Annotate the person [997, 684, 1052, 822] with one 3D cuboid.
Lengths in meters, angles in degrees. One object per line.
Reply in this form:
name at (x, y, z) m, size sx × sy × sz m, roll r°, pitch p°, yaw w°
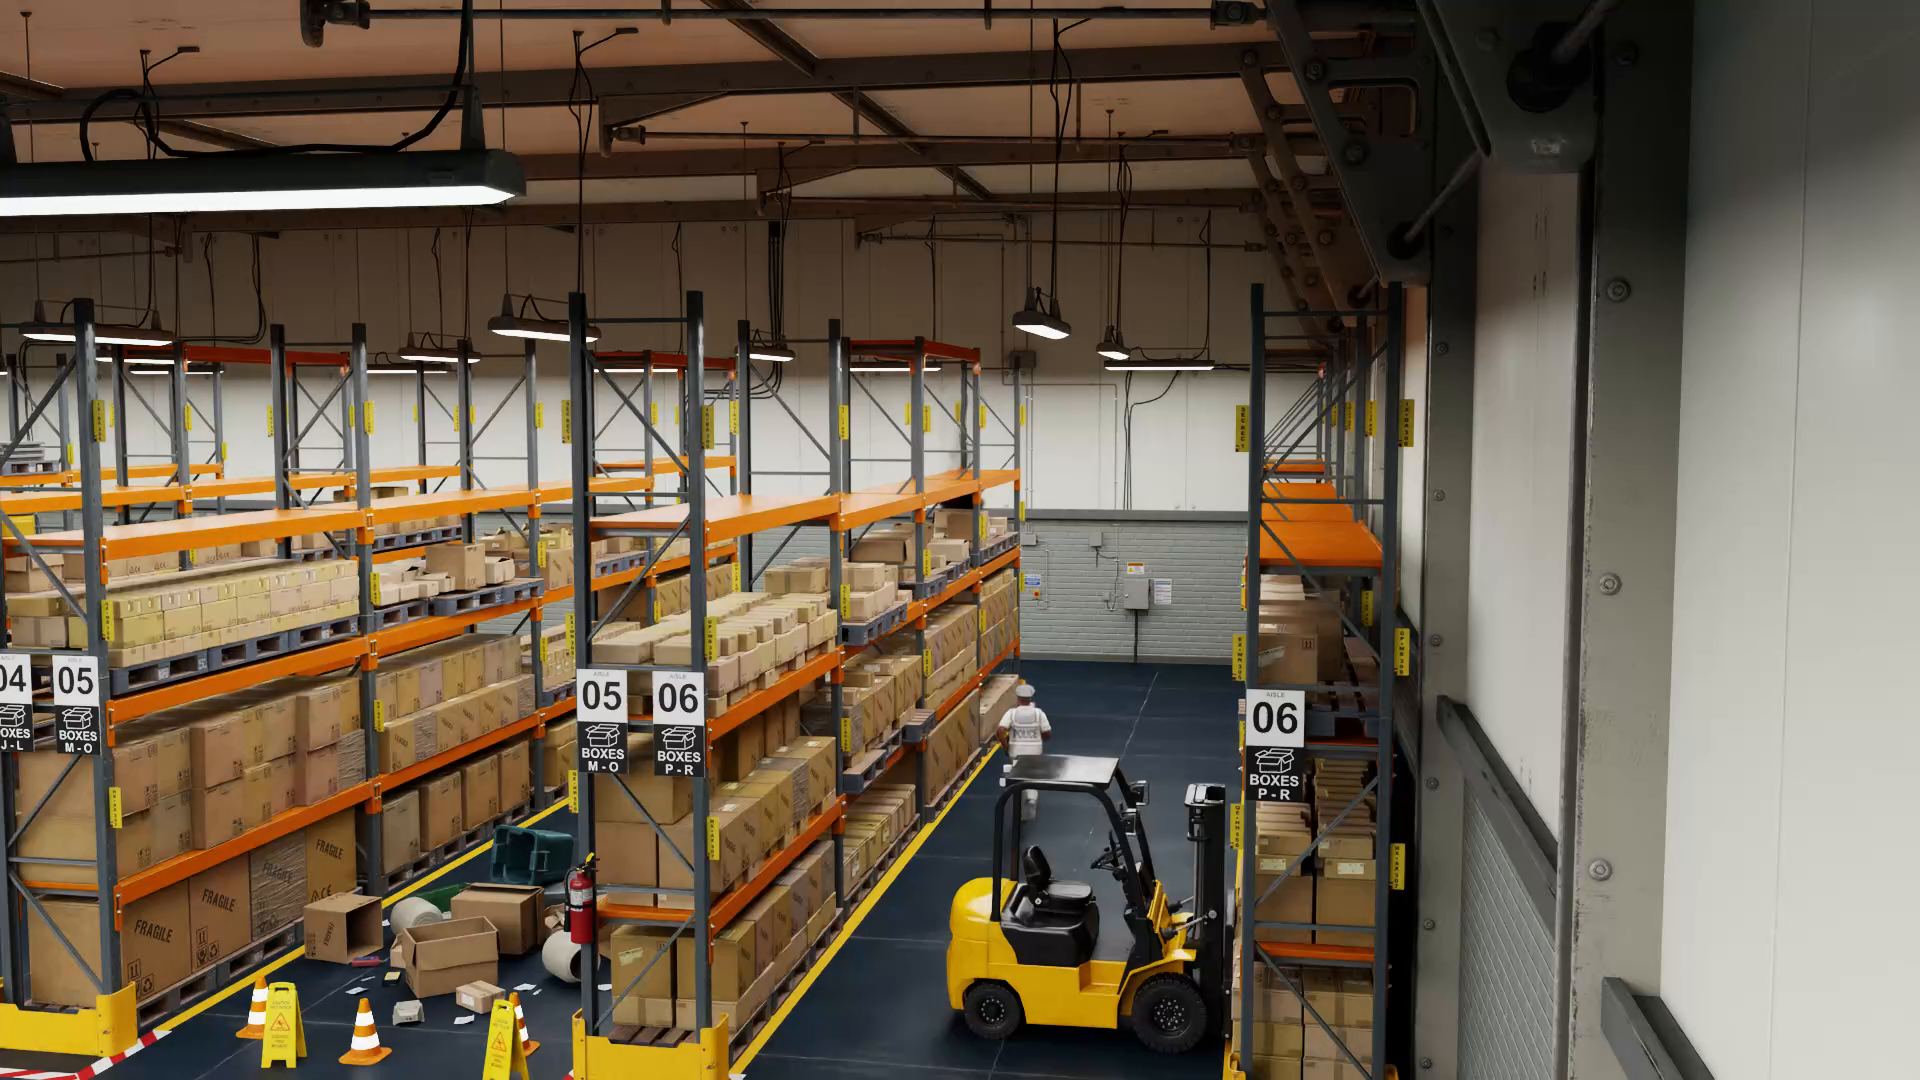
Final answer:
person at (0.790, 2.673, 20.428) m, size 0.672 × 1.790 × 0.814 m, roll 0°, pitch 5°, yaw 2°
